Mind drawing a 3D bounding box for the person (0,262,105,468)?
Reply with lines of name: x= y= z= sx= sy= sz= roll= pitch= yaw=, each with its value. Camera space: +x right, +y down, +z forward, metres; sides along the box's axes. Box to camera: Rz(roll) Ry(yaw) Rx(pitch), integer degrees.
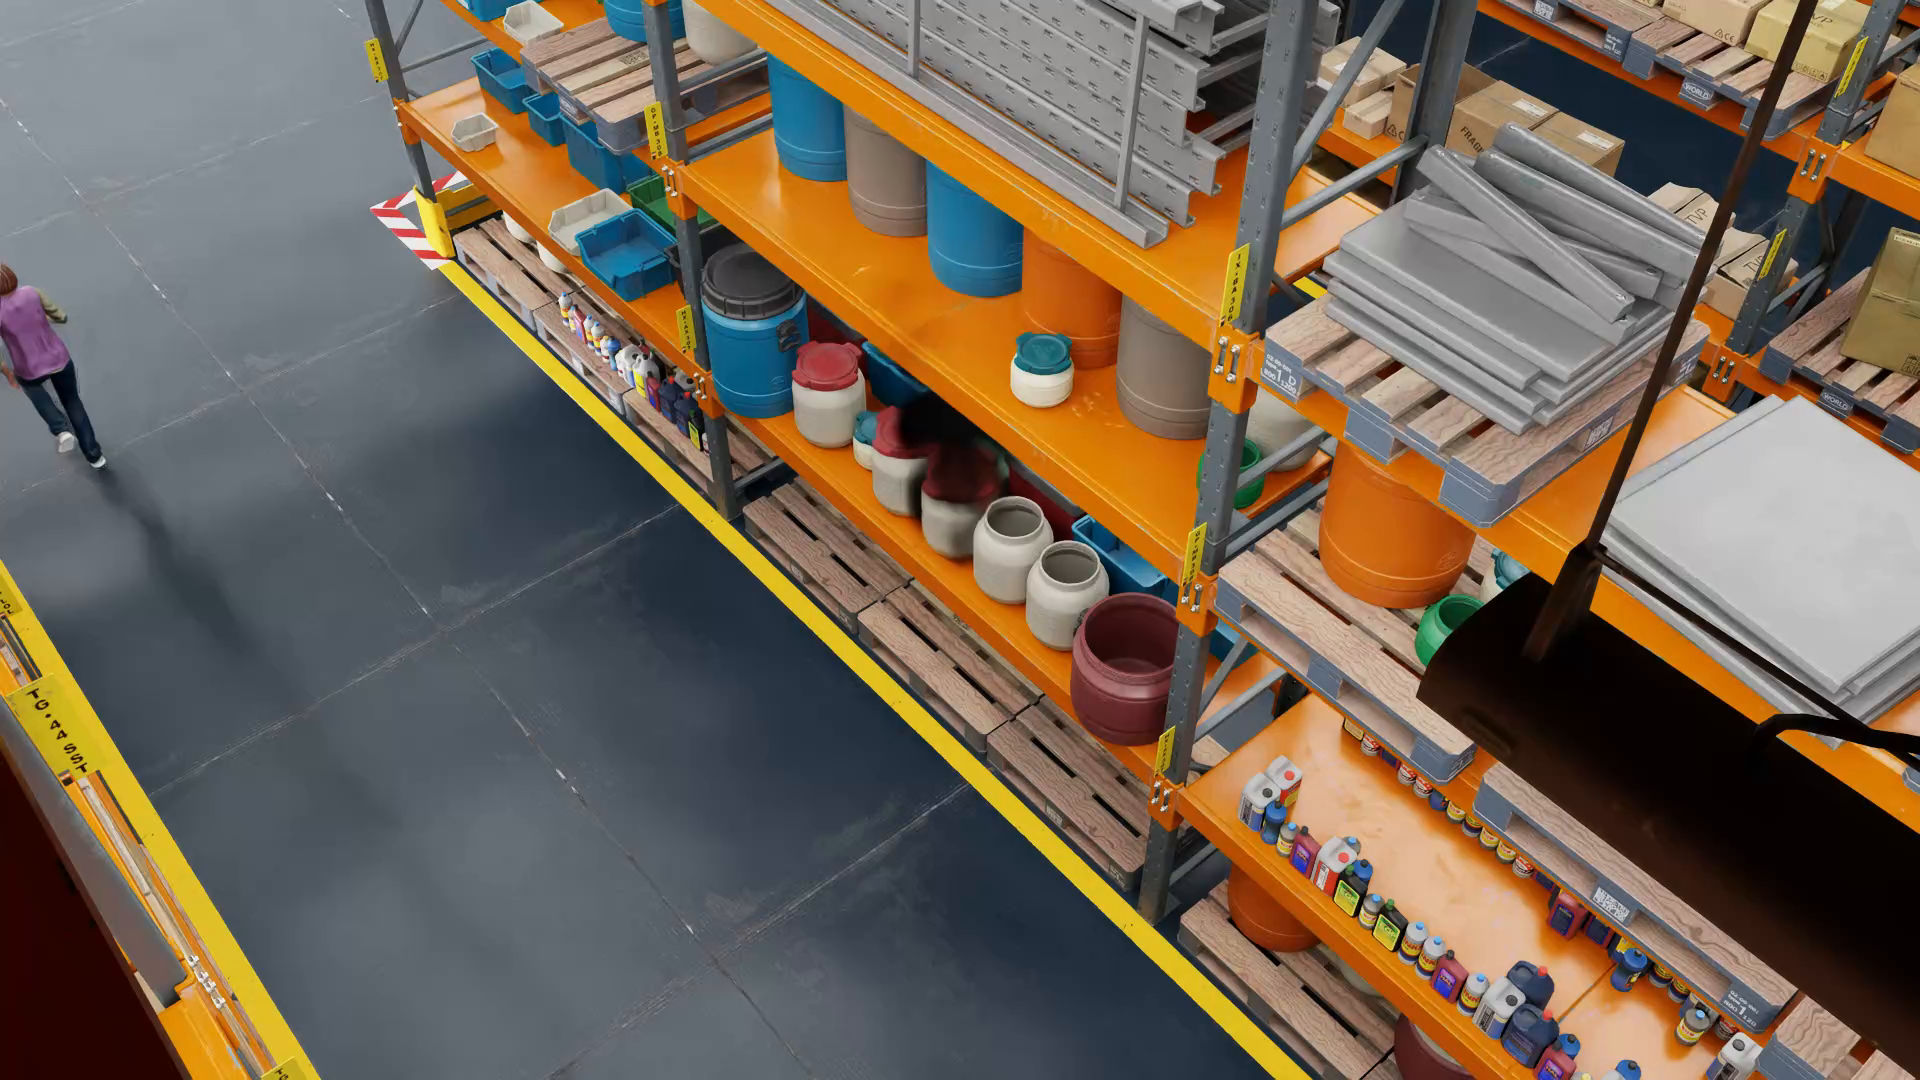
person: x=-6.104 y=-1.181 z=11.023 sx=0.559 sy=1.548 sz=0.648 roll=-32 pitch=54 yaw=-27
